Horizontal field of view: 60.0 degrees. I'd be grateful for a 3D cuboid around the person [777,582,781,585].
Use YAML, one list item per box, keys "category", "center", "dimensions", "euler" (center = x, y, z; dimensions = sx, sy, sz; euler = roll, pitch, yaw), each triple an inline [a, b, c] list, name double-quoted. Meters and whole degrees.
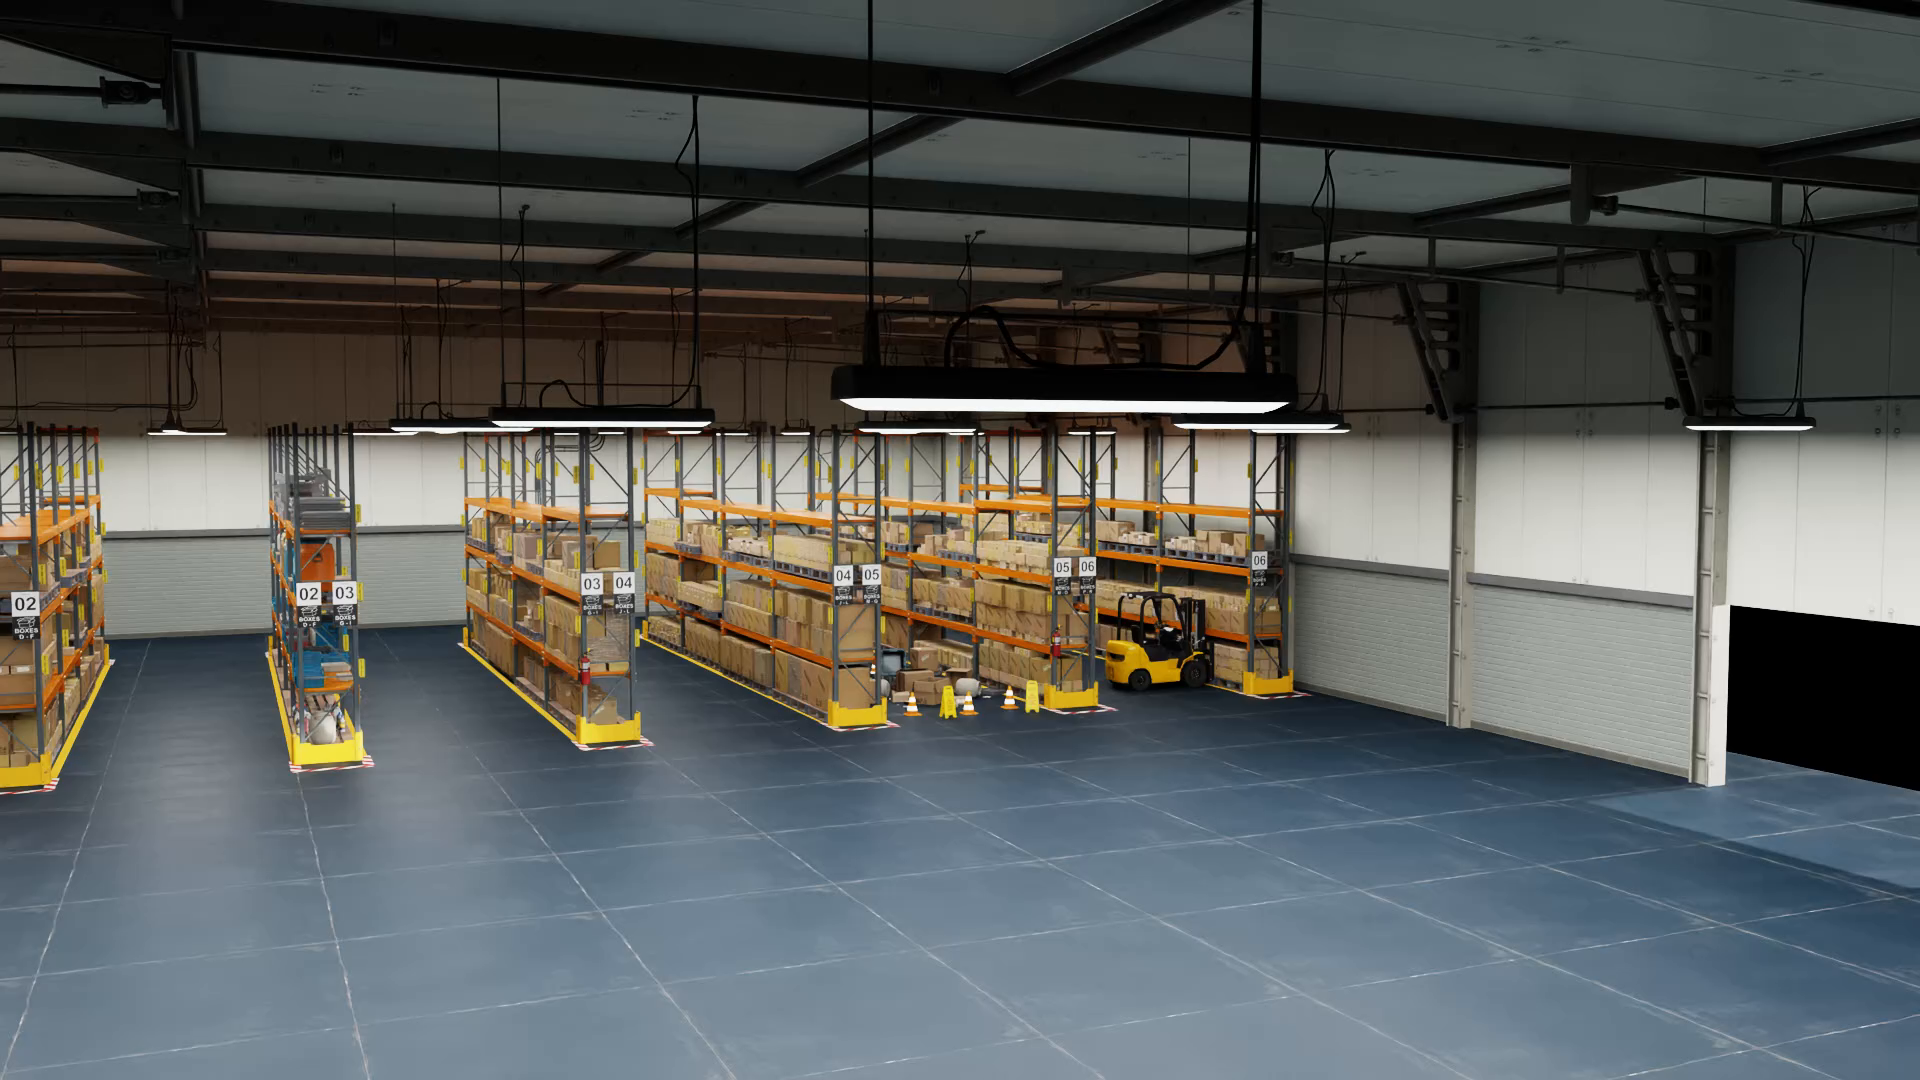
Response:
- category: "person"
  center: [-5.097, 2.025, 46.875]
  dimensions: [0.461, 1.670, 0.489]
  euler: [1, 4, 19]
